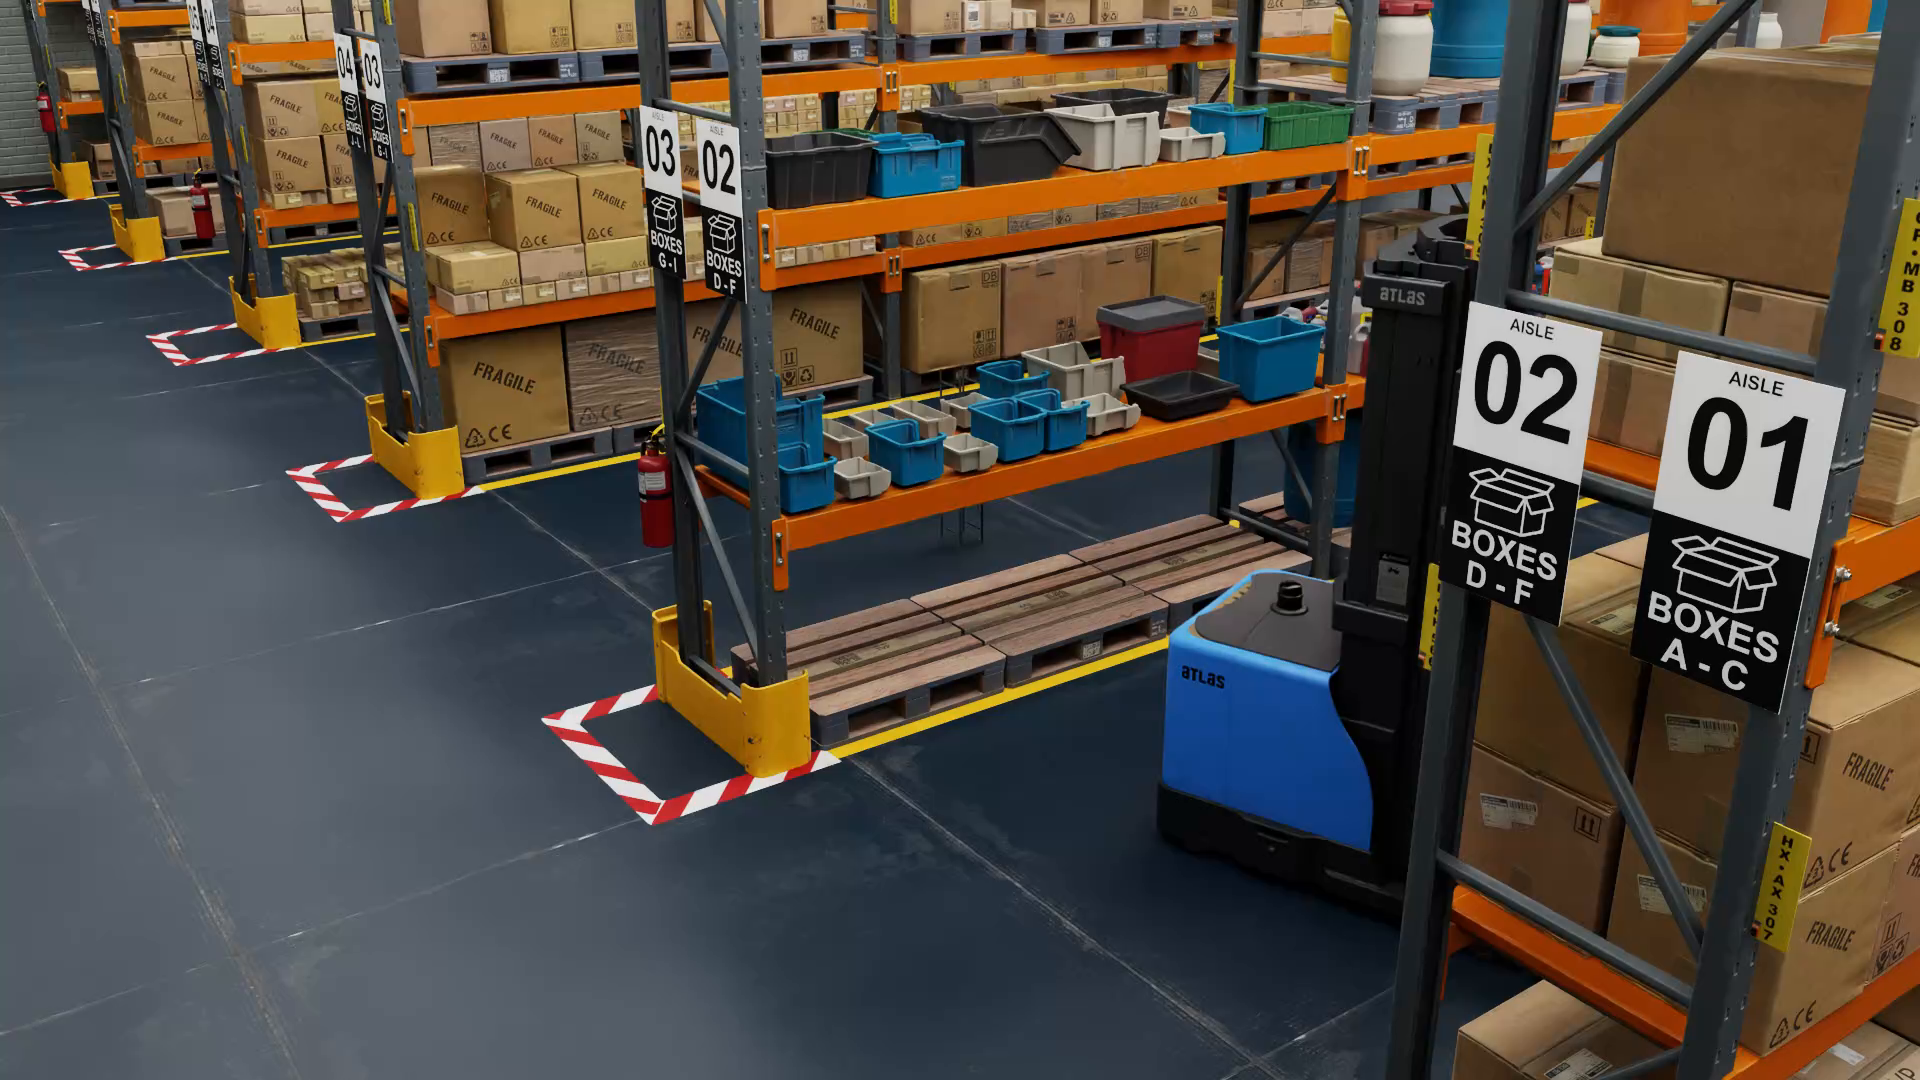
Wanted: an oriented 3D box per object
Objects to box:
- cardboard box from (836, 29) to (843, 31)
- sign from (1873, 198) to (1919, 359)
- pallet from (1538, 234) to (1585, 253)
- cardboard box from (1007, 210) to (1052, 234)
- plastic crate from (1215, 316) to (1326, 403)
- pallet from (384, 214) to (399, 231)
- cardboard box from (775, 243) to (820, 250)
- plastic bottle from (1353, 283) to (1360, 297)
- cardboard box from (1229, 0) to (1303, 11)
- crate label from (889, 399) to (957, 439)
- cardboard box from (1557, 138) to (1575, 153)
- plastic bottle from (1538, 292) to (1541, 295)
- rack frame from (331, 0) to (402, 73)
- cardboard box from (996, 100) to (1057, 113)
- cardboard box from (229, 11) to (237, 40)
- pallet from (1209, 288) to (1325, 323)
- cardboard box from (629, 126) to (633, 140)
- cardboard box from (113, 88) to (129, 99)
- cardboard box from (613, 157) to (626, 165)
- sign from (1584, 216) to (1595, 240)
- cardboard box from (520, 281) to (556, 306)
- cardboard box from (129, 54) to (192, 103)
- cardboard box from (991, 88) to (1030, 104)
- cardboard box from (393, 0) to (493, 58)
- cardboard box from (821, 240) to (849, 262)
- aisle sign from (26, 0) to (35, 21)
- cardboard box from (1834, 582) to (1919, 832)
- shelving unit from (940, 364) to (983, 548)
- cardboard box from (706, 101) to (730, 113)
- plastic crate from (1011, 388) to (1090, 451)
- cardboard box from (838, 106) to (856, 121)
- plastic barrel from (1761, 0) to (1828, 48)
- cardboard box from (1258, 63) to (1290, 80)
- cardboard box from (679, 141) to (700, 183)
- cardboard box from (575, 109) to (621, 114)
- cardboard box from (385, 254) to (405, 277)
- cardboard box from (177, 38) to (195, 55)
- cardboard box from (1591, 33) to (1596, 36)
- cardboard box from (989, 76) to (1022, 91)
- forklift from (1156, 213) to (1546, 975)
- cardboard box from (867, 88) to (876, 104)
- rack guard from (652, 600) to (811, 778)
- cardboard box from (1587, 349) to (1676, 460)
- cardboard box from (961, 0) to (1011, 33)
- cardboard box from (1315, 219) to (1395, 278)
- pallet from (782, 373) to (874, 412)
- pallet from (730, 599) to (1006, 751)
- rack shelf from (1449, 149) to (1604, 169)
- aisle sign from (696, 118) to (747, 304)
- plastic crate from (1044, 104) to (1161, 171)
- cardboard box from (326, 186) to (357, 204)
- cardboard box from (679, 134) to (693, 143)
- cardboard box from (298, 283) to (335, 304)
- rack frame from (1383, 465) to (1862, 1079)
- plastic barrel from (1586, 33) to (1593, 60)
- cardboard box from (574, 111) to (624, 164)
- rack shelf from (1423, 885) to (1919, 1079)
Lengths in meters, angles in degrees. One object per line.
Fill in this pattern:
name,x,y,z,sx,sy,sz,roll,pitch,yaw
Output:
cardboard box,-2.048,-7.247,24.407,0.500,0.500,0.500,-14,26,-32
sign,1.998,-0.549,3.499,0.005,0.325,0.100,-15,26,-33
pallet,7.156,-3.618,20.179,1.213,0.211,1.003,-15,26,-33
cardboard box,0.479,-3.048,14.854,0.500,0.500,0.500,-16,27,-34
plastic crate,1.859,-1.087,10.014,0.575,0.384,0.392,-15,26,-33
pallet,-7.305,-4.306,21.901,1.213,0.211,1.003,-15,26,-33
cardboard box,-1.478,-2.542,13.519,0.500,0.250,0.500,-14,26,-31
plastic bottle,2.744,-1.585,11.387,0.185,0.351,0.144,-15,26,-33
cardboard box,2.925,-5.322,15.830,0.500,0.500,0.500,-15,26,-32
crate label,-0.197,-0.667,9.295,0.243,0.136,0.396,-15,26,-33
cardboard box,6.812,-4.543,19.072,0.250,0.149,0.380,-15,26,-33
plastic bottle,3.985,-1.568,11.436,0.133,0.283,0.061,-15,26,-33
rack frame,-4.101,-4.681,10.985,0.127,3.000,1.000,-15,26,-33
cardboard box,0.719,-3.698,15.127,0.637,0.503,0.797,-14,26,-31
cardboard box,-6.701,-4.910,15.809,0.500,0.250,0.500,-16,27,-34
pallet,3.028,-2.500,17.376,1.213,0.211,1.003,-15,26,-33
cardboard box,-3.462,-4.498,18.394,0.250,0.149,0.380,-16,27,-34
cardboard box,-11.991,-6.377,23.668,0.250,0.149,0.380,-15,26,-34
cardboard box,-3.764,-4.025,17.776,0.250,0.149,0.380,-15,26,-33
sign,4.959,-2.376,13.083,0.005,0.325,0.100,-15,26,-33
cardboard box,-3.205,-1.867,12.367,0.250,0.149,0.380,-16,27,-34
cardboard box,-9.333,-5.405,19.410,0.500,0.500,0.500,-16,27,-34
cardboard box,0.511,-5.314,20.530,0.500,0.500,0.500,-15,26,-33
cardboard box,-3.710,-3.704,11.749,0.500,0.500,0.700,-17,27,-36
cardboard box,-1.119,-2.423,13.761,0.250,0.149,0.380,-14,26,-32
aisle sign,-12.674,-7.473,22.568,0.004,0.787,0.394,-15,26,-33
cardboard box,2.616,0.444,4.754,0.500,0.500,0.500,-15,26,-32
shelving unit,0.012,-0.560,11.182,0.189,1.200,0.258,-15,26,-33
cardboard box,-2.648,-4.693,18.079,0.250,0.149,0.380,-15,26,-32
plastic crate,0.497,-0.659,9.145,0.300,0.233,0.416,-15,26,-33
cardboard box,-1.391,-4.890,18.974,0.250,0.149,0.380,-15,26,-33
plastic barrel,6.079,-3.875,12.335,0.600,0.901,0.600,0,22,0
cardboard box,4.058,-6.366,23.101,0.550,0.550,0.875,-15,26,-33
cardboard box,-2.216,-2.932,13.486,0.500,0.500,0.500,-16,27,-34
cardboard box,-3.892,-4.740,17.343,0.500,0.500,0.500,-16,27,-35
cardboard box,-5.706,-2.758,16.737,0.250,0.149,0.380,-16,27,-35
cardboard box,-8.990,-5.782,19.479,0.250,0.149,0.380,-14,26,-31
cardboard box,7.871,-5.864,20.158,0.500,0.500,0.500,-15,26,-33
cardboard box,0.358,-5.855,20.538,0.500,0.500,0.700,-15,26,-34
forklift,2.429,0.214,6.906,3.031,2.935,1.130,14,26,32
cardboard box,-0.970,-5.140,19.201,0.250,0.149,0.380,-14,26,-31
rack guard,-1.220,0.766,8.803,0.348,0.500,1.175,-15,26,-33
cardboard box,1.944,-0.427,4.575,0.500,0.250,0.500,-15,26,-33
cardboard box,0.089,-4.518,14.177,0.500,0.311,0.500,-16,27,-35
cardboard box,4.277,-3.190,18.123,0.500,0.500,0.700,-18,28,-37
pallet,-1.517,-1.324,14.430,1.213,0.211,1.003,-15,26,-33
pallet,-0.516,0.724,9.298,1.213,0.211,1.003,-15,26,-33
rack shelf,7.263,-4.591,19.824,4.000,0.370,1.077,-15,26,-33
aisle sign,-1.093,-1.507,7.618,0.004,0.787,0.394,-15,26,-33
plastic crate,0.771,-2.129,8.798,0.530,0.282,0.437,-15,26,-33
cardboard box,-6.029,-3.373,16.141,0.250,0.149,0.380,-16,27,-34
cardboard box,-3.080,-4.300,17.897,0.250,0.149,0.380,-16,27,-35
cardboard box,-6.340,-2.454,16.377,0.250,0.149,0.380,-14,26,-31
rack frame,1.681,1.087,4.626,0.127,3.000,1.000,-15,26,-33
plastic barrel,4.291,-3.492,11.696,0.294,0.245,0.294,0,22,0
cardboard box,-3.896,-4.269,17.512,0.500,0.500,0.500,-15,26,-33
rack shelf,3.305,0.988,5.844,4.000,0.370,1.077,-15,26,-33
